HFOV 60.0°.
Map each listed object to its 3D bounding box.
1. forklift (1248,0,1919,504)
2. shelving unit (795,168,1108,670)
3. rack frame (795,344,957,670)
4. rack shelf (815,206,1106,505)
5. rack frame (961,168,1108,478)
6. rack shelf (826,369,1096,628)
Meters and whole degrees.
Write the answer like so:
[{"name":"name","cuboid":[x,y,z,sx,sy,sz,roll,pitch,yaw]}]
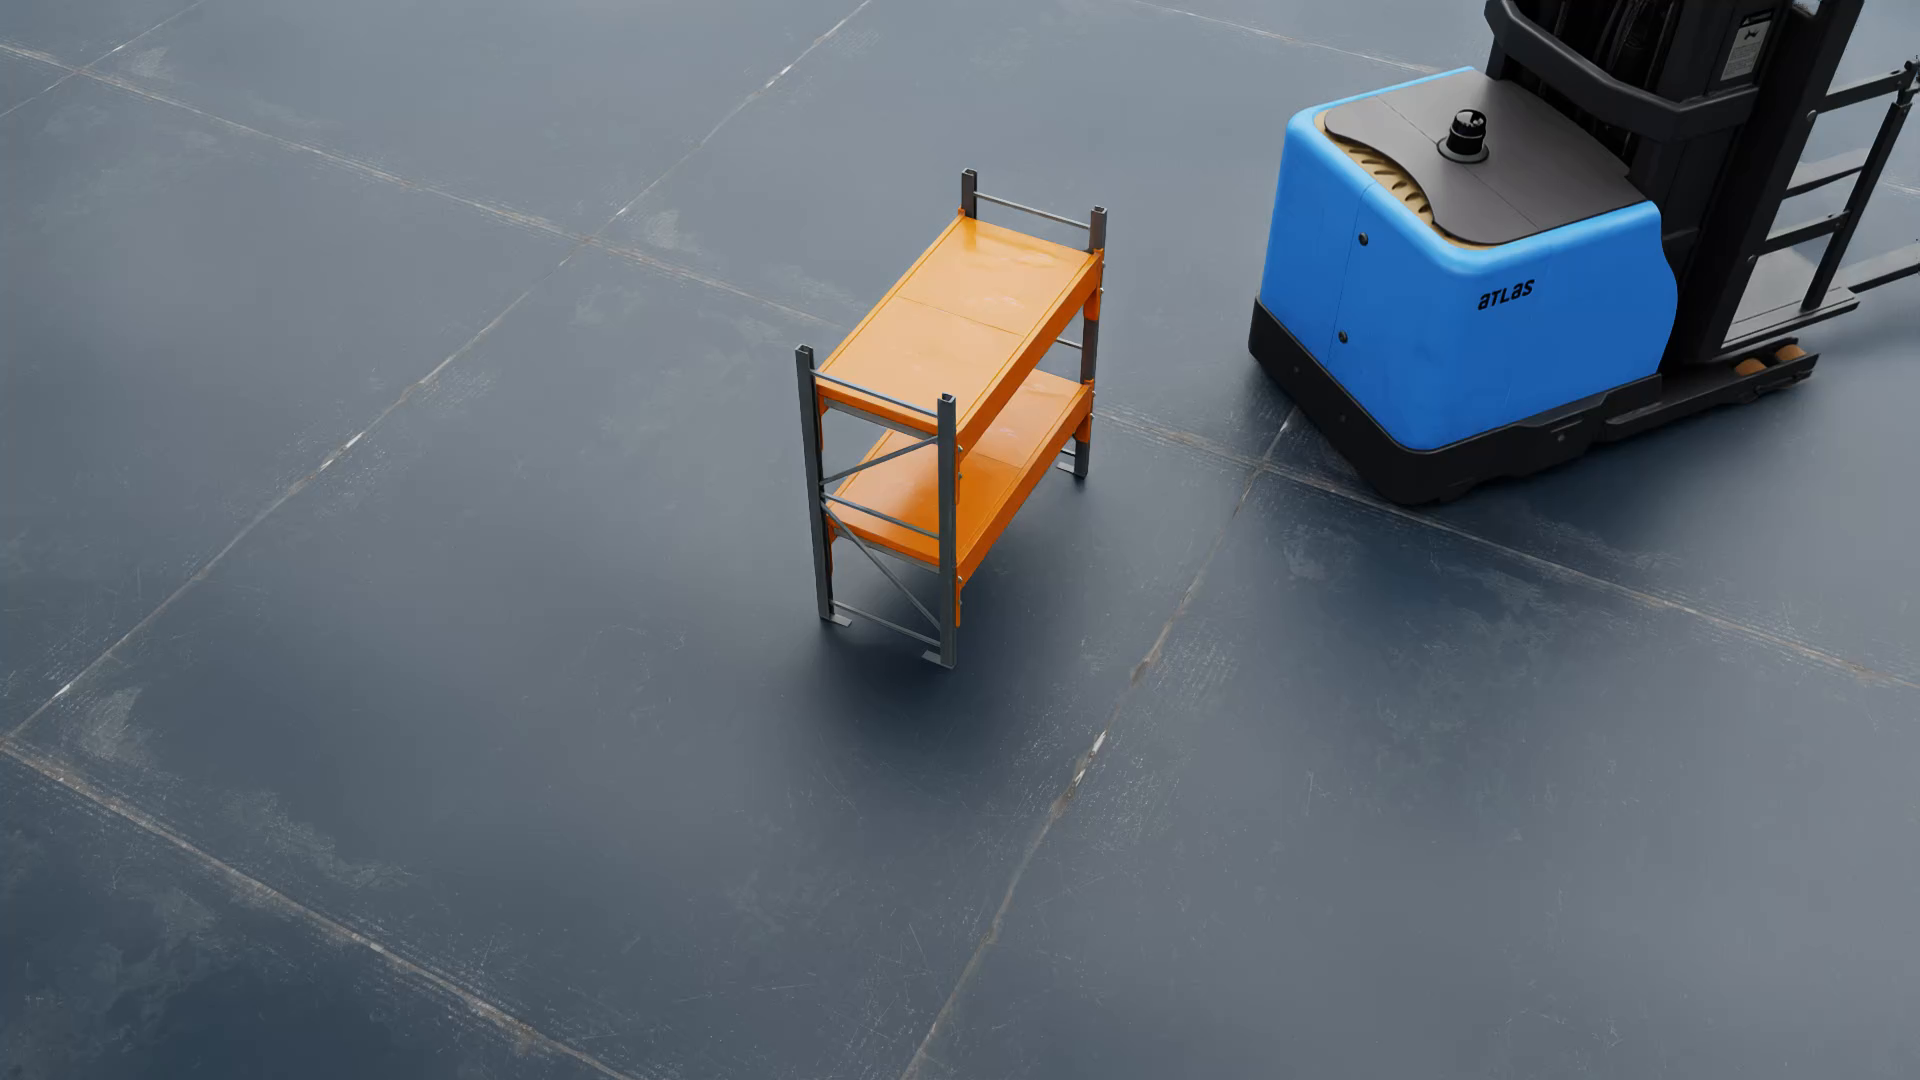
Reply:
[{"name":"forklift","cuboid":[2.664,-1.869,5.537,3.031,2.935,1.130,-18,48,-17]},{"name":"shelving unit","cuboid":[-0.003,-0.391,5.346,0.538,1.125,1.048,20,49,19]},{"name":"rack frame","cuboid":[-0.239,-0.071,5.029,0.500,1.125,0.032,20,49,19]},{"name":"rack shelf","cuboid":[-0.003,-0.597,5.138,0.538,0.278,1.000,20,49,19]},{"name":"rack frame","cuboid":[0.233,-0.711,5.662,0.500,1.125,0.032,20,49,19]},{"name":"rack shelf","cuboid":[-0.003,-0.219,5.520,0.538,0.278,1.000,20,49,19]}]
